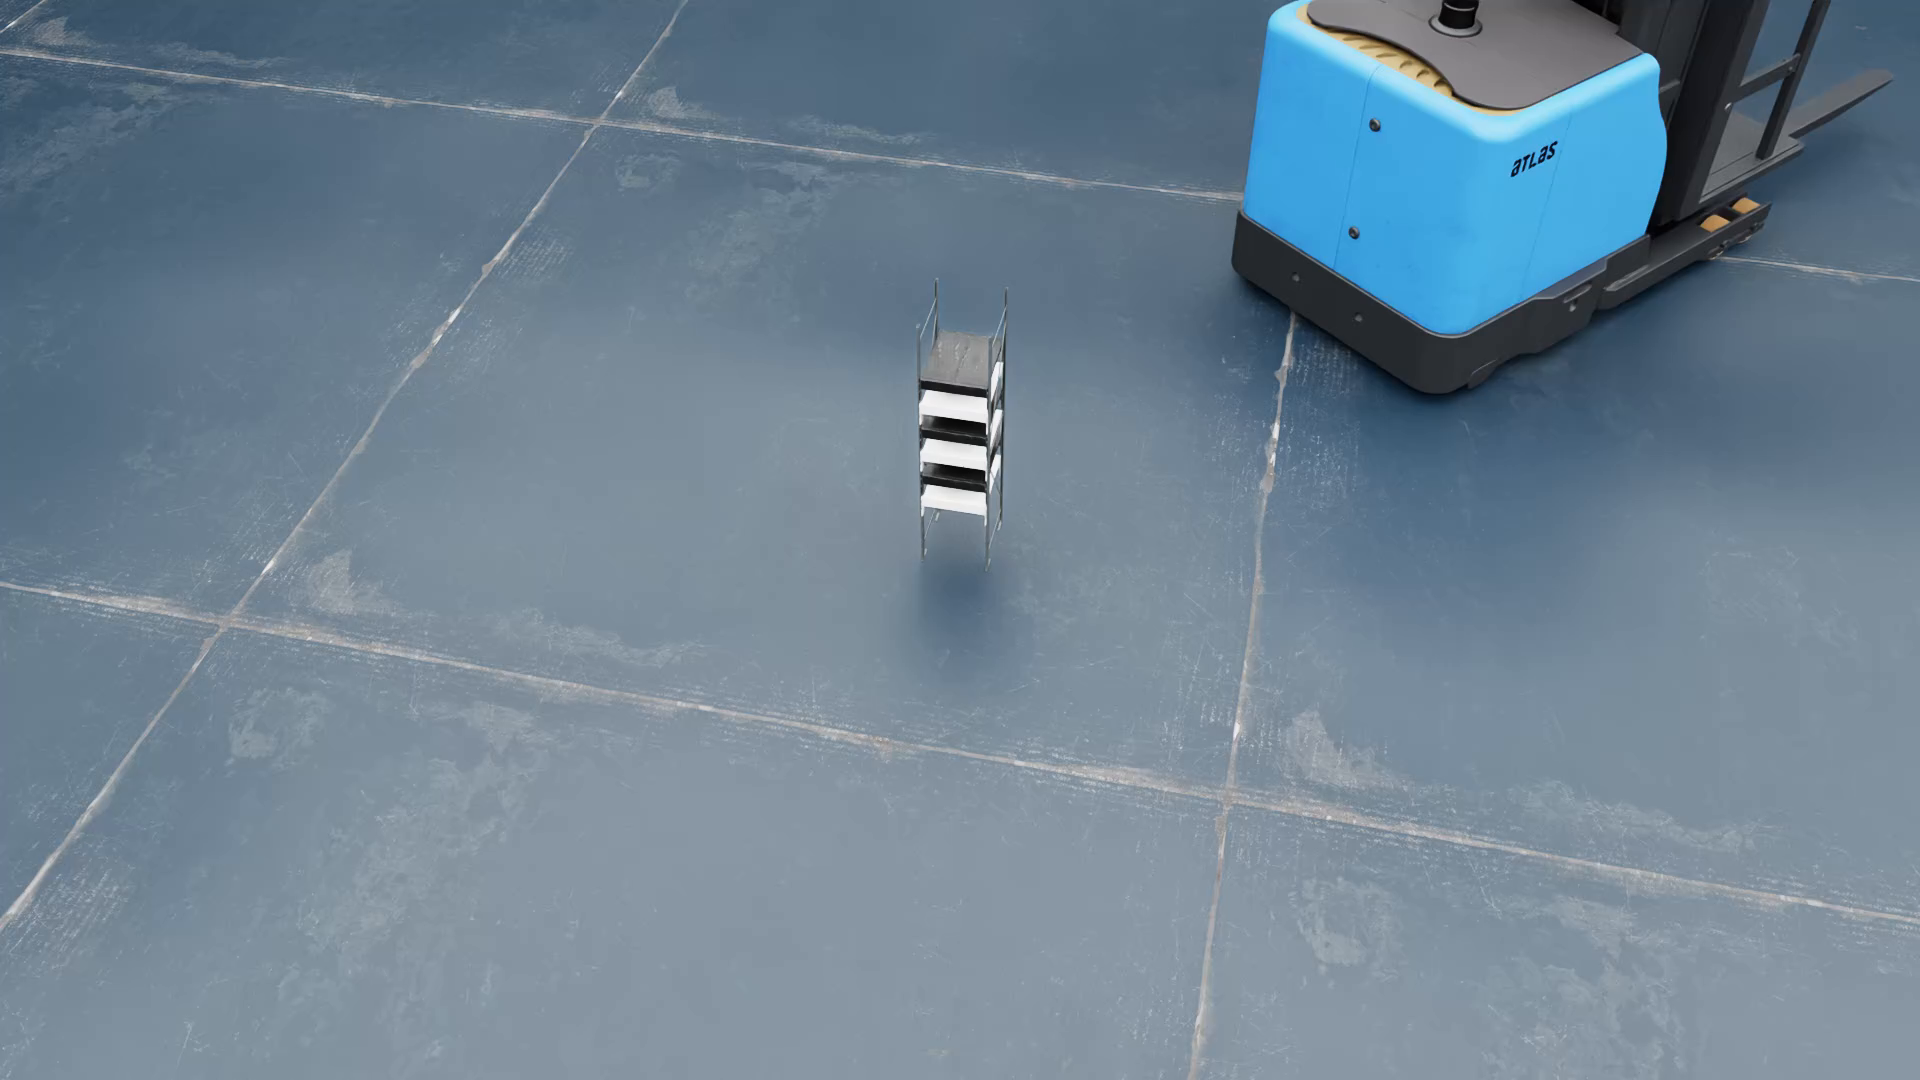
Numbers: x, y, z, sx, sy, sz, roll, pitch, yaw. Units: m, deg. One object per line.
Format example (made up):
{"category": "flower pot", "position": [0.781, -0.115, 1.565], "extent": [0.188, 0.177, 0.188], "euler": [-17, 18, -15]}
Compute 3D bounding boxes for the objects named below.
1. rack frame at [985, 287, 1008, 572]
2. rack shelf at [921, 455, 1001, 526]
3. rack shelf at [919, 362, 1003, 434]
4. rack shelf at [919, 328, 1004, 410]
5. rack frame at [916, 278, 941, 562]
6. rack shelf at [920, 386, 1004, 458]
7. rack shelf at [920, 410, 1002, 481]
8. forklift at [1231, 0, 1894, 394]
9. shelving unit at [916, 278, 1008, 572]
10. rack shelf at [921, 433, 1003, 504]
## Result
{"category": "rack frame", "position": [0.107, -0.308, 4.921], "extent": [0.006, 0.900, 0.240], "euler": [9, 45, 9]}
{"category": "rack shelf", "position": [0.008, -0.169, 5.085], "extent": [0.200, 0.077, 0.258], "euler": [9, 45, 9]}
{"category": "rack shelf", "position": [0.008, -0.429, 4.835], "extent": [0.200, 0.077, 0.258], "euler": [9, 45, 9]}
{"category": "rack shelf", "position": [0.008, -0.493, 4.773], "extent": [0.200, 0.077, 0.258], "euler": [9, 45, 9]}
{"category": "rack frame", "position": [-0.091, -0.338, 4.953], "extent": [0.006, 0.900, 0.240], "euler": [9, 45, 9]}
{"category": "rack shelf", "position": [0.008, -0.364, 4.897], "extent": [0.200, 0.077, 0.258], "euler": [9, 45, 9]}
{"category": "rack shelf", "position": [0.008, -0.299, 4.960], "extent": [0.200, 0.077, 0.258], "euler": [9, 45, 9]}
{"category": "forklift", "position": [2.497, -2.394, 5.624], "extent": [3.031, 2.935, 1.130], "euler": [-28, 50, -26]}
{"category": "shelving unit", "position": [0.008, -0.323, 4.937], "extent": [0.210, 0.900, 0.258], "euler": [9, 45, 9]}
{"category": "rack shelf", "position": [0.008, -0.234, 5.022], "extent": [0.200, 0.077, 0.258], "euler": [9, 45, 9]}
